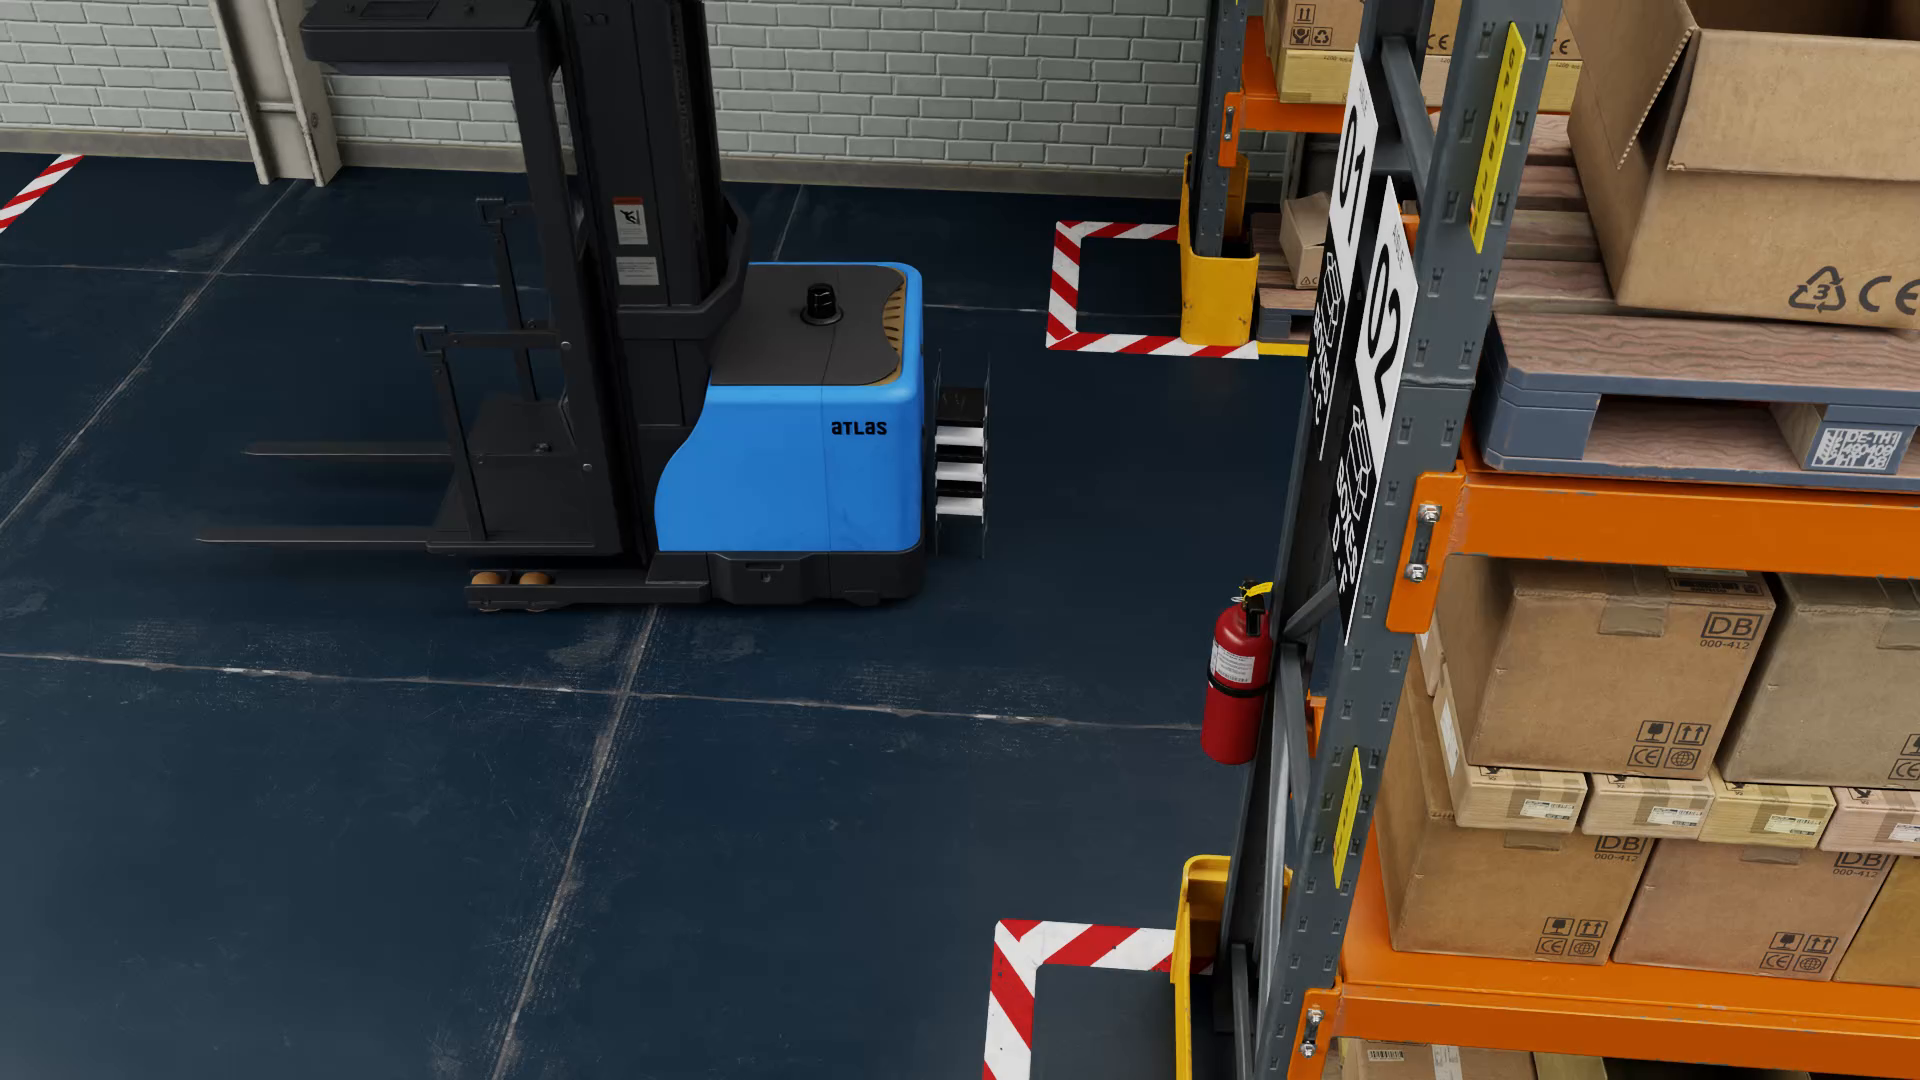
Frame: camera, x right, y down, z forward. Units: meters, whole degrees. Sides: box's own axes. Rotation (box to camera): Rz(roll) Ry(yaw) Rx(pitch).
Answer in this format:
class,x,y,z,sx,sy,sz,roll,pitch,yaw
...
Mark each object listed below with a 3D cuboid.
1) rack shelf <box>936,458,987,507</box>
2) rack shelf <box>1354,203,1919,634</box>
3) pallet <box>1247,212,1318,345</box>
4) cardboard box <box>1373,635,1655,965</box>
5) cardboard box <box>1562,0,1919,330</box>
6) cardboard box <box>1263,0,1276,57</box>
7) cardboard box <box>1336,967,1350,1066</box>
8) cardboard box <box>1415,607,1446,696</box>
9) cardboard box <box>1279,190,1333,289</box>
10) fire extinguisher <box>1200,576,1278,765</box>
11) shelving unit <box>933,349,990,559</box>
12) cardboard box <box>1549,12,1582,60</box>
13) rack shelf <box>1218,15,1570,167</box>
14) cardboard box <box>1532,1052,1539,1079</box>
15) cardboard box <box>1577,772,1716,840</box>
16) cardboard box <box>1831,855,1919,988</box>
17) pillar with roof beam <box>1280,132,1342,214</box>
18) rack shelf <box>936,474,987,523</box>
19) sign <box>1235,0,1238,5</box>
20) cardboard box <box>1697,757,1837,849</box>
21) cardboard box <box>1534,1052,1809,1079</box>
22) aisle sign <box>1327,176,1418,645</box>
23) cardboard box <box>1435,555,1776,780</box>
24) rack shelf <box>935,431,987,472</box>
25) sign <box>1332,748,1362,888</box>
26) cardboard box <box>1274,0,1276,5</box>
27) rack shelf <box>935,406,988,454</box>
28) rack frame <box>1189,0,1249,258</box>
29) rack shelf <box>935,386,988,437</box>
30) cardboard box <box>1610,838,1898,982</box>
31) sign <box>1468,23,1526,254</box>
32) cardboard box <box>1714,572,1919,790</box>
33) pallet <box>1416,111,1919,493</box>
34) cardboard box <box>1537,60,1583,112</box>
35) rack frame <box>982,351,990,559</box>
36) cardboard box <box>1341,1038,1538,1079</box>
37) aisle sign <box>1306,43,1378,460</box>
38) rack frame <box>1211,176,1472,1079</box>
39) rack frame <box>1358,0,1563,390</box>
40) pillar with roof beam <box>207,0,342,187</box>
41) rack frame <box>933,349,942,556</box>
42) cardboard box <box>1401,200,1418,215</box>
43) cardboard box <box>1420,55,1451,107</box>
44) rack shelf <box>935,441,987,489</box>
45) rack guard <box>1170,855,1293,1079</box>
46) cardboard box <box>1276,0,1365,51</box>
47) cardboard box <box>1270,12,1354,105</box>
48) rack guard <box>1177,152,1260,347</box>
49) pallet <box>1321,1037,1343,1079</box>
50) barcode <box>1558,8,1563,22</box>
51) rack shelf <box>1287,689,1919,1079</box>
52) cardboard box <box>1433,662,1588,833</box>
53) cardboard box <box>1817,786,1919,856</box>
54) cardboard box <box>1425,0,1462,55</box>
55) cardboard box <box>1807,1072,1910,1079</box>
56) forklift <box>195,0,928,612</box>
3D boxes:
class,x,y,z,sx,sy,sz,roll,pitch,yaw
rack shelf,0.008,-0.253,7.043,0.200,0.077,0.258,3,39,4
rack shelf,2.841,-0.183,3.293,4.000,0.370,1.077,3,39,4
pallet,2.155,-1.372,8.768,1.213,0.211,1.003,3,39,4
cardboard box,1.313,0.587,4.074,0.500,0.500,0.700,3,39,4
cardboard box,1.421,-0.795,2.949,0.637,0.503,0.797,6,39,7
cardboard box,1.755,-2.570,8.134,0.500,0.250,0.500,4,39,4
cardboard box,1.409,1.339,5.075,0.500,0.250,0.500,3,39,4
cardboard box,1.246,0.203,4.032,0.250,0.149,0.380,3,39,3
cardboard box,1.954,-1.557,8.569,0.500,0.311,0.500,-1,39,-1
fire extinguisher,0.771,0.323,4.538,0.183,0.674,0.296,3,39,4
shelving unit,0.008,-0.349,6.965,0.210,0.900,0.258,3,39,4
cardboard box,2.728,-2.484,7.434,0.500,0.500,0.500,2,39,2
rack shelf,3.265,-2.136,8.068,4.000,0.370,1.077,3,39,4
cardboard box,1.862,1.689,4.644,0.500,0.250,0.500,3,39,4
cardboard box,1.485,0.471,3.702,0.250,0.149,0.380,2,39,3
cardboard box,2.331,0.643,4.005,0.500,0.500,0.700,3,39,4
pillar with roof beam,1.673,-2.649,3.376,0.400,9.000,9.100,3,39,4
rack shelf,0.008,-0.183,7.100,0.200,0.077,0.258,3,39,4
sign,1.226,-2.518,7.282,0.005,0.325,0.100,3,39,4
cardboard box,1.733,0.486,3.684,0.250,0.149,0.380,3,39,4
cardboard box,1.862,1.400,4.406,0.500,0.500,0.500,3,39,4
aisle sign,0.757,-0.227,3.094,0.004,0.787,0.394,3,39,4
cardboard box,1.366,0.086,3.661,0.500,0.500,0.700,3,39,4
rack shelf,0.008,-0.393,6.930,0.200,0.077,0.258,3,39,4
sign,0.795,0.574,3.420,0.005,0.325,0.100,3,39,4
cardboard box,1.761,-2.872,7.911,0.500,0.500,0.500,3,39,3
rack shelf,0.008,-0.462,6.873,0.200,0.077,0.258,3,39,4
rack frame,1.273,-2.524,7.974,0.127,3.000,1.000,3,39,4
rack shelf,0.008,-0.532,6.816,0.200,0.077,0.258,3,39,4
cardboard box,1.836,0.612,4.043,0.500,0.500,0.700,4,39,5
sign,0.795,-0.592,2.470,0.005,0.325,0.100,3,39,4
cardboard box,1.890,0.112,3.630,0.500,0.500,0.700,2,39,3
pallet,1.551,-0.482,3.160,1.213,0.211,1.003,3,39,4
cardboard box,2.757,-2.196,7.675,0.500,0.250,0.500,3,39,3
rack frame,0.109,-0.343,6.959,0.006,0.900,0.240,3,39,4
cardboard box,1.364,1.665,4.674,0.500,0.250,0.500,3,39,4
aisle sign,0.809,-0.605,3.557,0.004,0.787,0.394,3,39,4
rack frame,0.849,0.592,4.147,0.127,3.000,1.000,3,39,4
rack frame,0.849,-1.735,2.253,0.127,3.000,1.000,3,39,4
pillar with roof beam,-4.304,-2.976,3.777,0.400,9.000,9.100,3,39,4
rack frame,-0.093,-0.354,6.972,0.006,0.900,0.240,3,39,4
cardboard box,2.522,-1.526,8.530,0.500,0.311,0.500,6,40,8
cardboard box,2.250,-2.228,7.714,0.500,0.250,0.500,2,39,2
rack shelf,0.008,-0.323,6.986,0.200,0.077,0.258,3,39,4
rack guard,0.825,1.560,4.937,0.348,0.500,1.175,3,39,4
cardboard box,1.722,-2.549,7.515,0.500,0.500,0.500,3,39,4
cardboard box,1.731,-2.247,7.738,0.500,0.250,0.500,2,39,3
rack guard,1.348,-1.550,8.758,0.348,0.500,1.175,3,39,4
pallet,1.614,1.689,5.008,1.213,0.211,1.003,3,39,4
barcode,1.191,-1.083,3.369,0.075,0.075,0.001,3,39,4
rack shelf,2.841,0.980,4.240,4.000,0.370,1.077,3,39,4
cardboard box,1.221,0.458,3.718,0.250,0.149,0.380,3,39,4
cardboard box,1.984,0.501,3.666,0.250,0.149,0.380,3,39,3
cardboard box,2.214,-2.516,7.474,0.500,0.500,0.500,3,39,4
cardboard box,2.362,1.419,4.382,0.500,0.500,0.500,3,39,4
forklift,-1.663,-1.175,6.371,3.031,2.935,1.130,0,39,0
